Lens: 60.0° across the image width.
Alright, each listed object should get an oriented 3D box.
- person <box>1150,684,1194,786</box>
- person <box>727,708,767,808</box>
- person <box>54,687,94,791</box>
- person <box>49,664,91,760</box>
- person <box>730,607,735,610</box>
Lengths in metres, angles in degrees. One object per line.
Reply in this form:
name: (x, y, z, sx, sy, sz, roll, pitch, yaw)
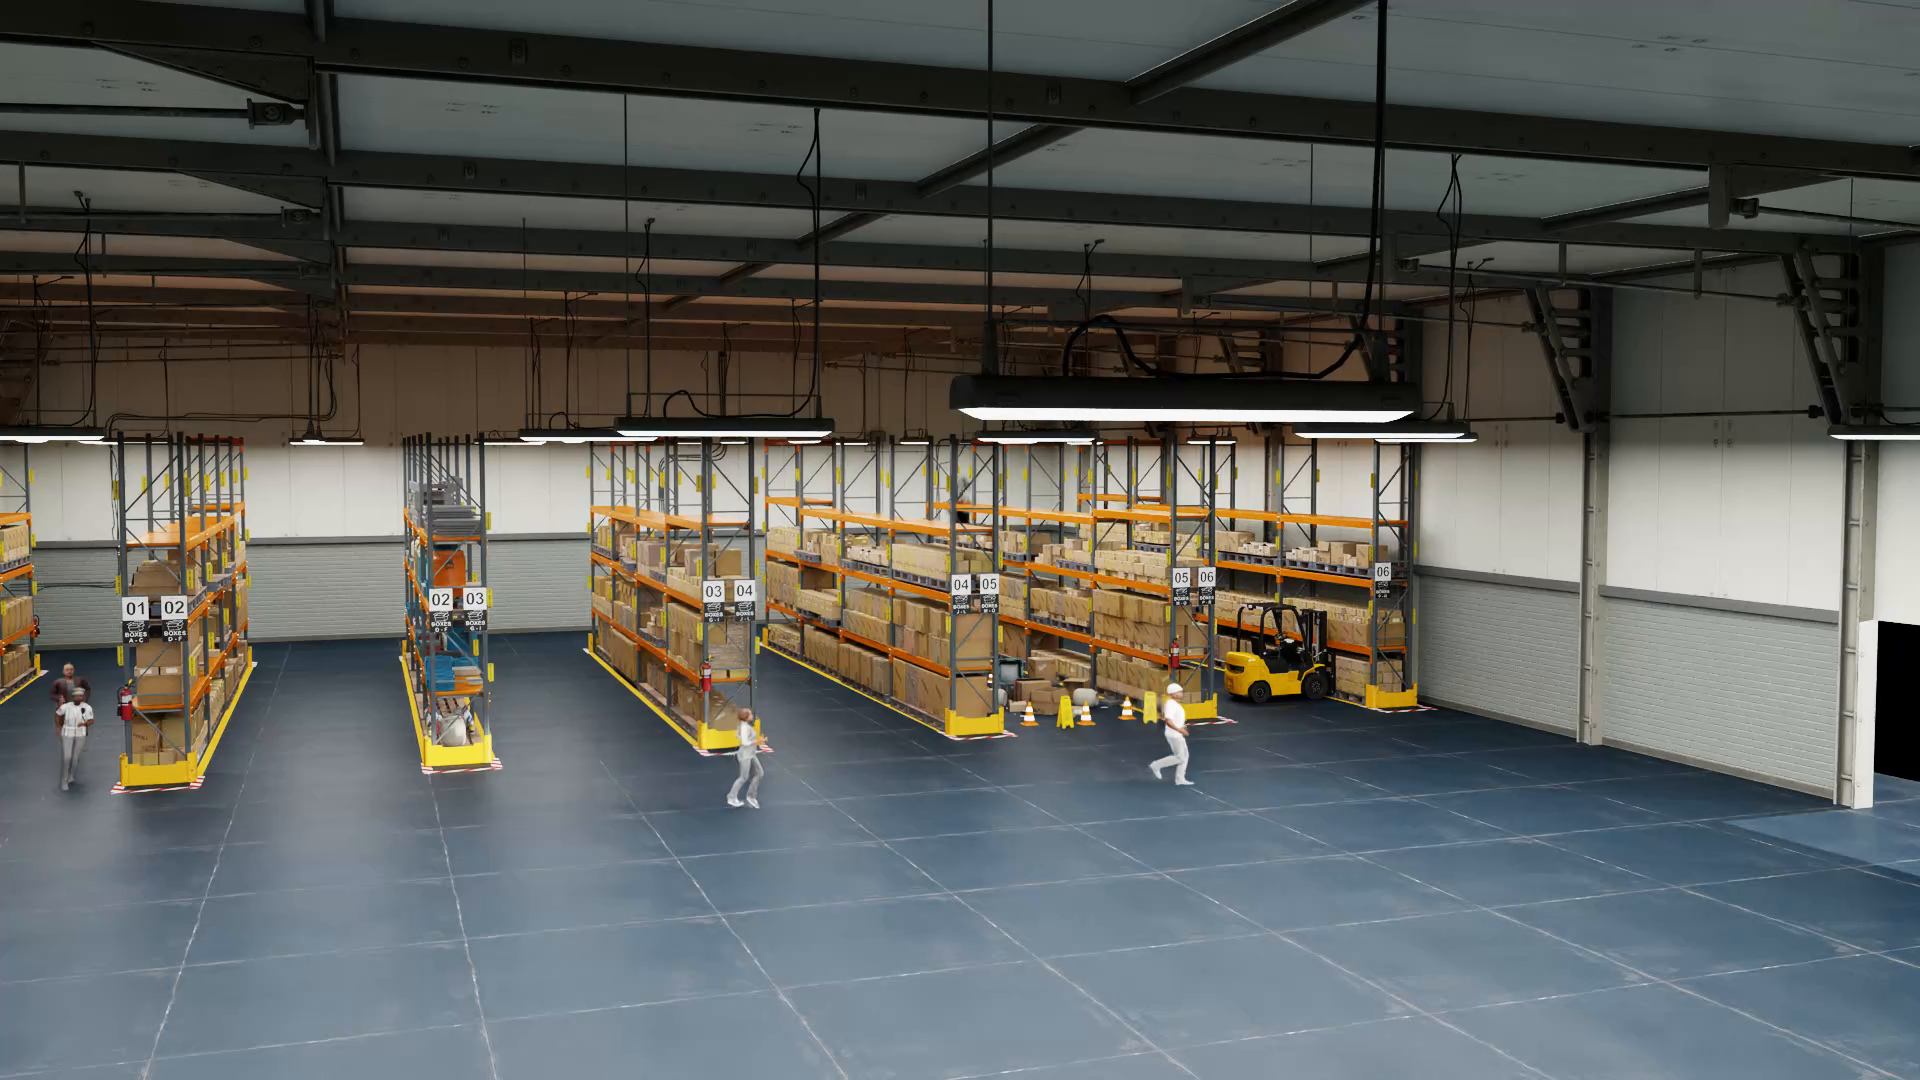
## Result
person: (3.596, 3.294, 28.149, 0.749, 1.734, 0.691, 1, 3, 10)
person: (-3.365, 3.460, 26.338, 0.661, 1.624, 0.514, 0, 3, 5)
person: (-14.975, 3.347, 28.135, 0.574, 1.736, 0.776, -2, 4, -35)
person: (-16.257, 3.158, 30.426, 0.693, 1.768, 0.666, -2, 4, -32)
person: (-6.740, 2.230, 47.461, 0.768, 1.786, 0.901, 0, 3, 0)
